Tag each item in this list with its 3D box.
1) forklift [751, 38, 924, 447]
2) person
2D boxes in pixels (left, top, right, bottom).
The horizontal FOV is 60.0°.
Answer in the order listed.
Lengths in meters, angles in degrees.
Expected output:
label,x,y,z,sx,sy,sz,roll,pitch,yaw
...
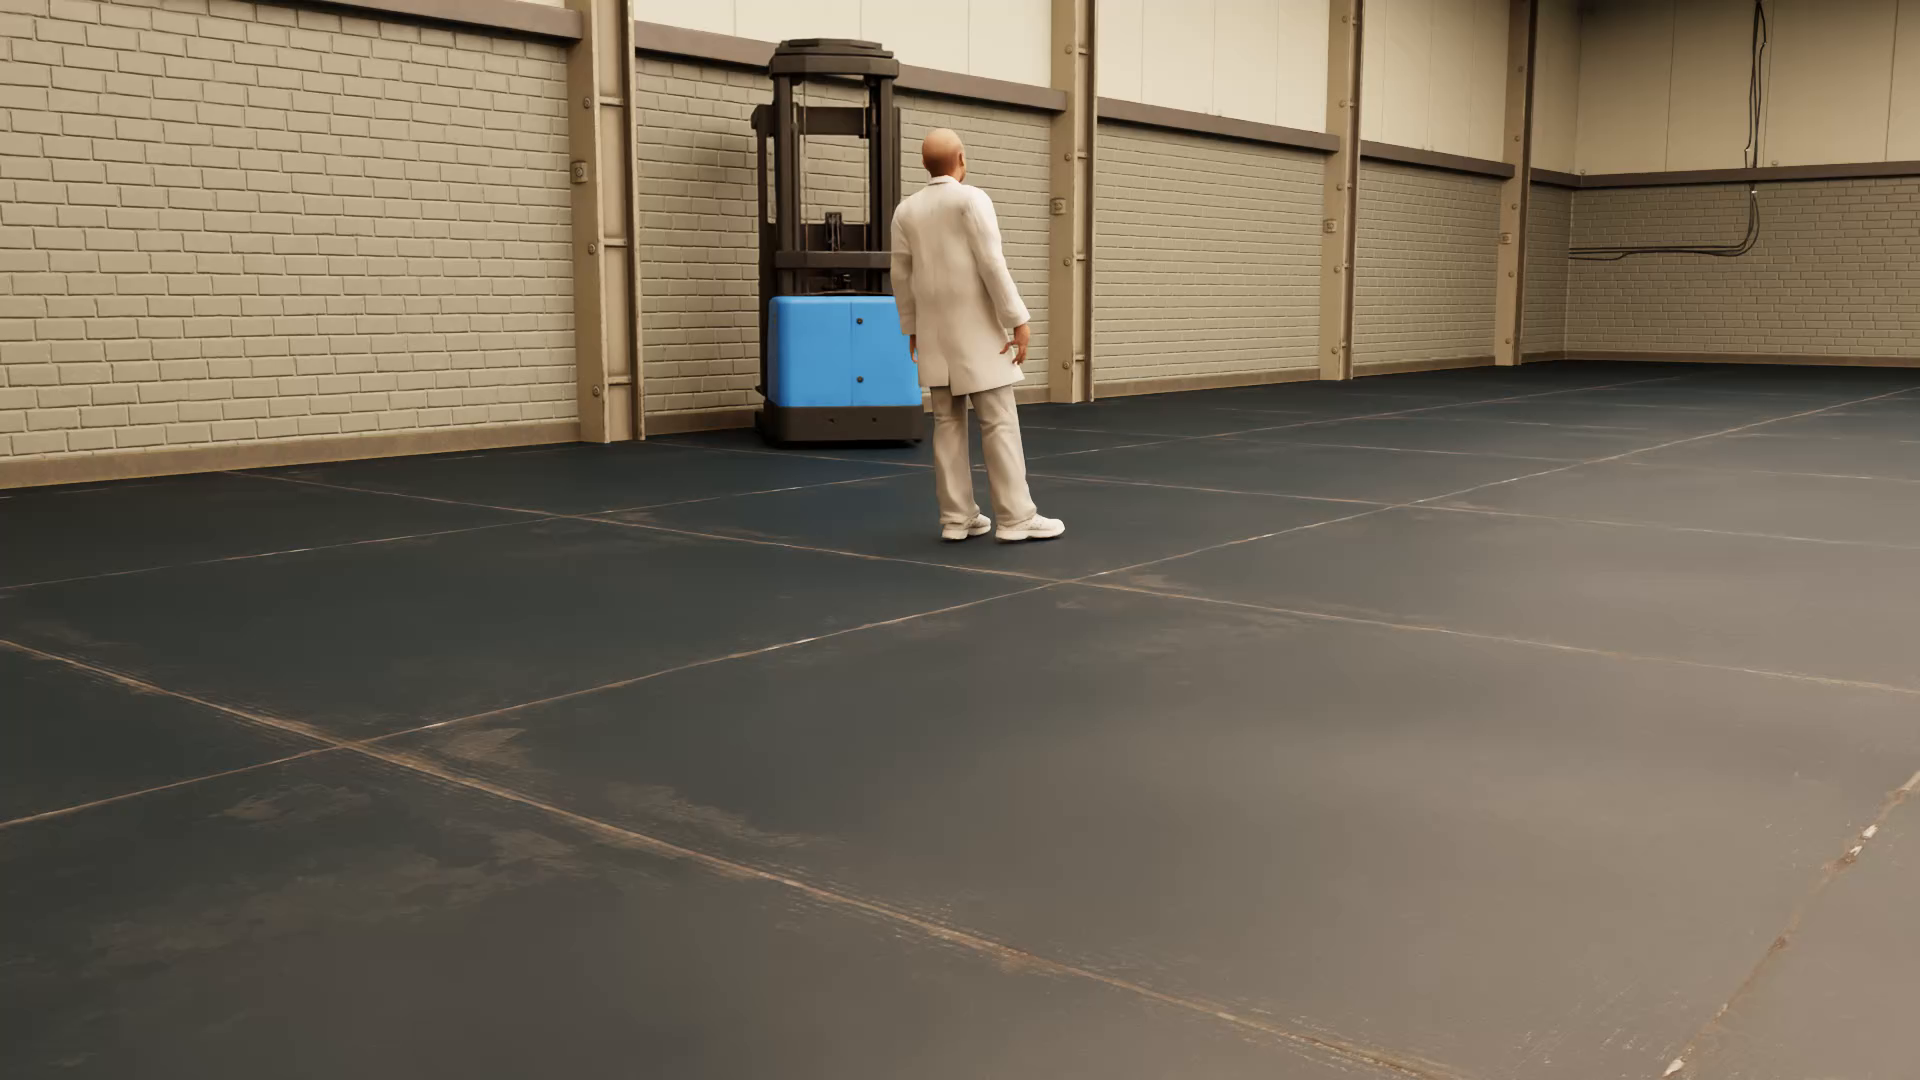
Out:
label,x,y,z,sx,sy,sz,roll,pitch,yaw
forklift,-1.038,-2.294,12.959,1.130,2.935,3.031,-2,8,-11
person,0.060,-0.897,7.343,0.698,1.778,0.578,7,11,38
